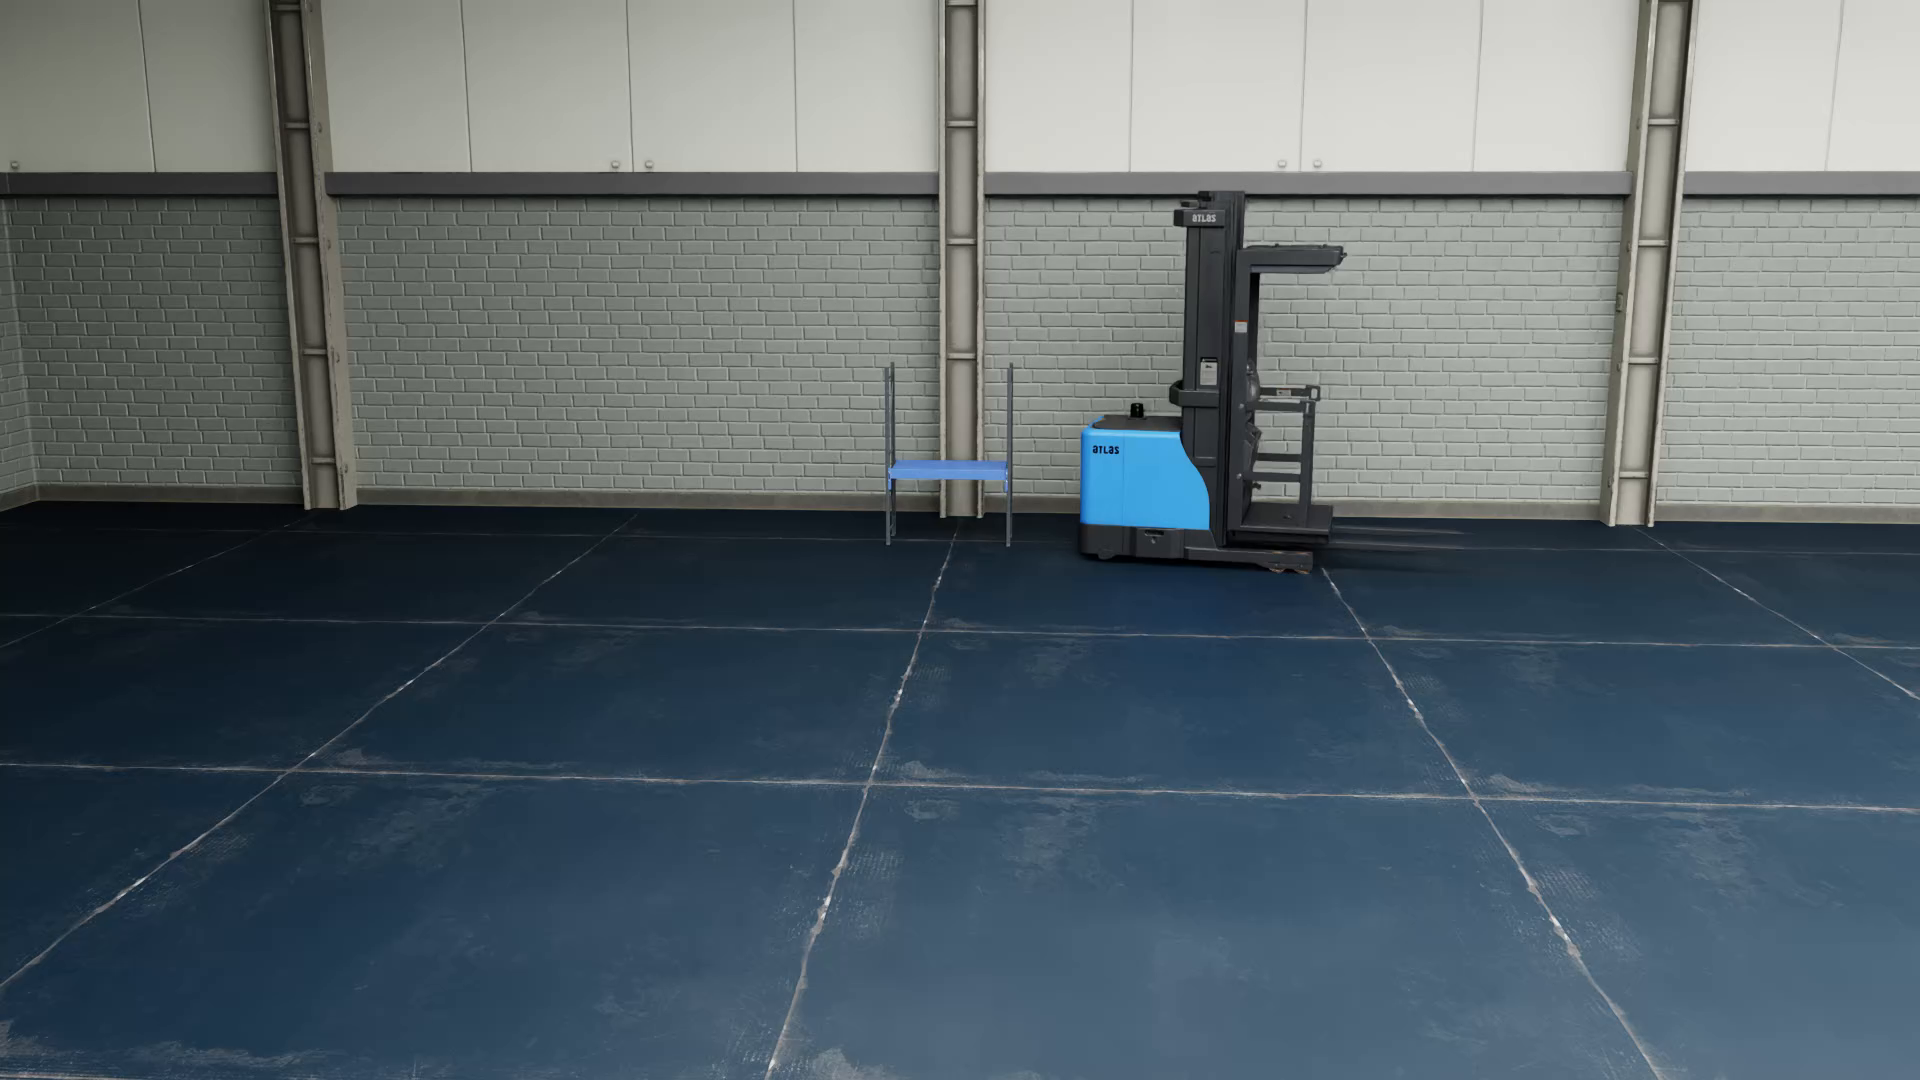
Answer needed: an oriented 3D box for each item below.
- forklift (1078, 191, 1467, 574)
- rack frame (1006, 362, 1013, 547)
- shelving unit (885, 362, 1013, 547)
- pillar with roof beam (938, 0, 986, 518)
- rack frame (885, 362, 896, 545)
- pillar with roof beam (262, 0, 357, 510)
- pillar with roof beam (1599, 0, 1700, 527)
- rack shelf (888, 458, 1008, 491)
[{"bbox_3d":[2.530,-1.290,13.276,3.031,2.935,1.130,3,12,14],"label":"forklift"},{"bbox_3d":[0.422,-0.728,14.087,0.032,1.500,0.500,1,12,4],"label":"rack frame"},{"bbox_3d":[-0.085,-0.735,14.120,1.048,1.500,0.538,1,12,4],"label":"shelving unit"},{"bbox_3d":[-0.267,-3.761,10.269,0.400,9.000,9.100,1,12,4],"label":"pillar with roof beam"},{"bbox_3d":[-0.592,-0.742,14.153,0.032,1.500,0.500,1,12,4],"label":"rack frame"},{"bbox_3d":[-6.254,-3.843,10.662,0.400,9.000,9.100,1,12,4],"label":"pillar with roof beam"},{"bbox_3d":[5.719,-3.679,9.877,0.400,9.000,9.100,1,12,4],"label":"pillar with roof beam"},{"bbox_3d":[-0.085,-0.559,14.157,1.000,0.185,0.538,1,12,4],"label":"rack shelf"}]
